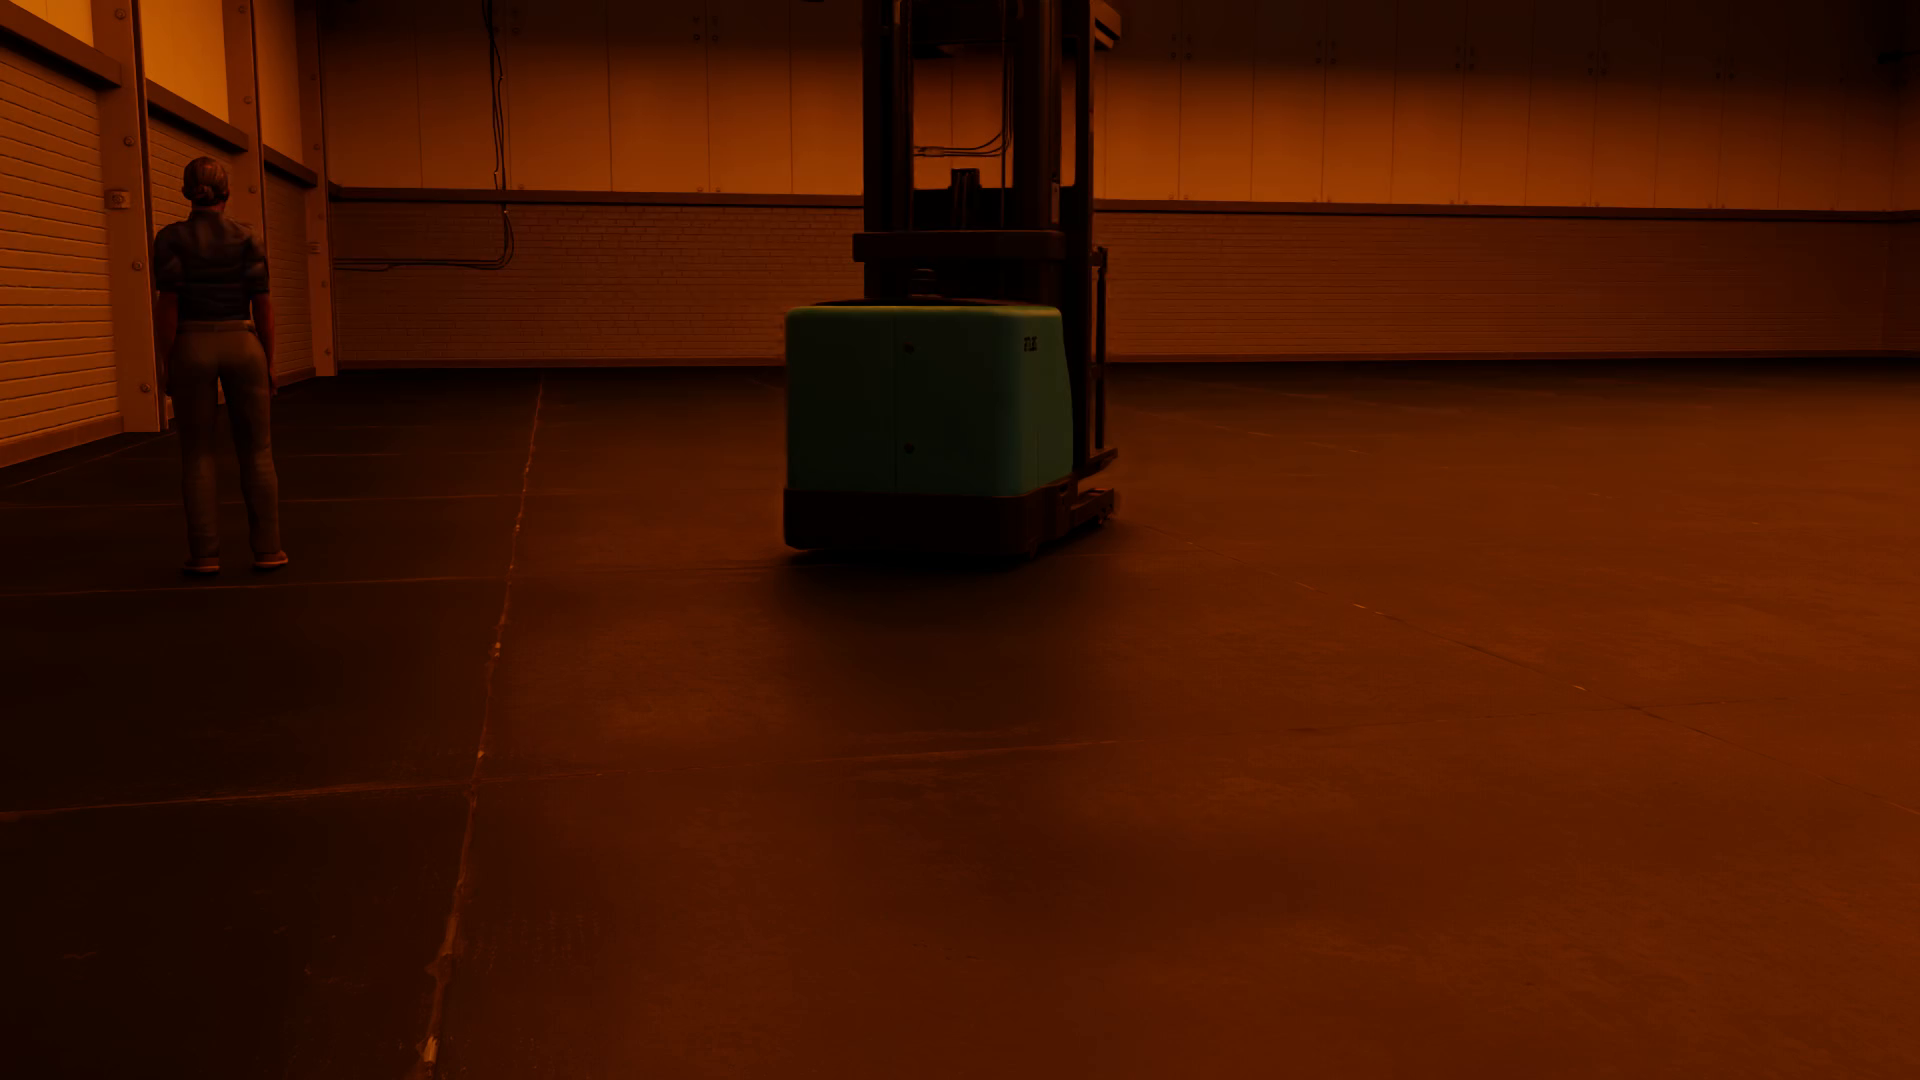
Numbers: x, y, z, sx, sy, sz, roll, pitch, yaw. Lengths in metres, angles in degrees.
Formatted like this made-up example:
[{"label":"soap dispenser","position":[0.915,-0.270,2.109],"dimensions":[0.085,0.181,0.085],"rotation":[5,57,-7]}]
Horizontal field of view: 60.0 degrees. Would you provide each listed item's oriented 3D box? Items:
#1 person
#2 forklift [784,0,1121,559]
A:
[{"label":"person","position":[-3.001,-0.701,6.739],"dimensions":[0.446,1.662,0.324],"rotation":[-4,9,-26]},{"label":"forklift","position":[0.156,-1.536,8.106],"dimensions":[1.130,2.935,3.031],"rotation":[2,8,16]}]
